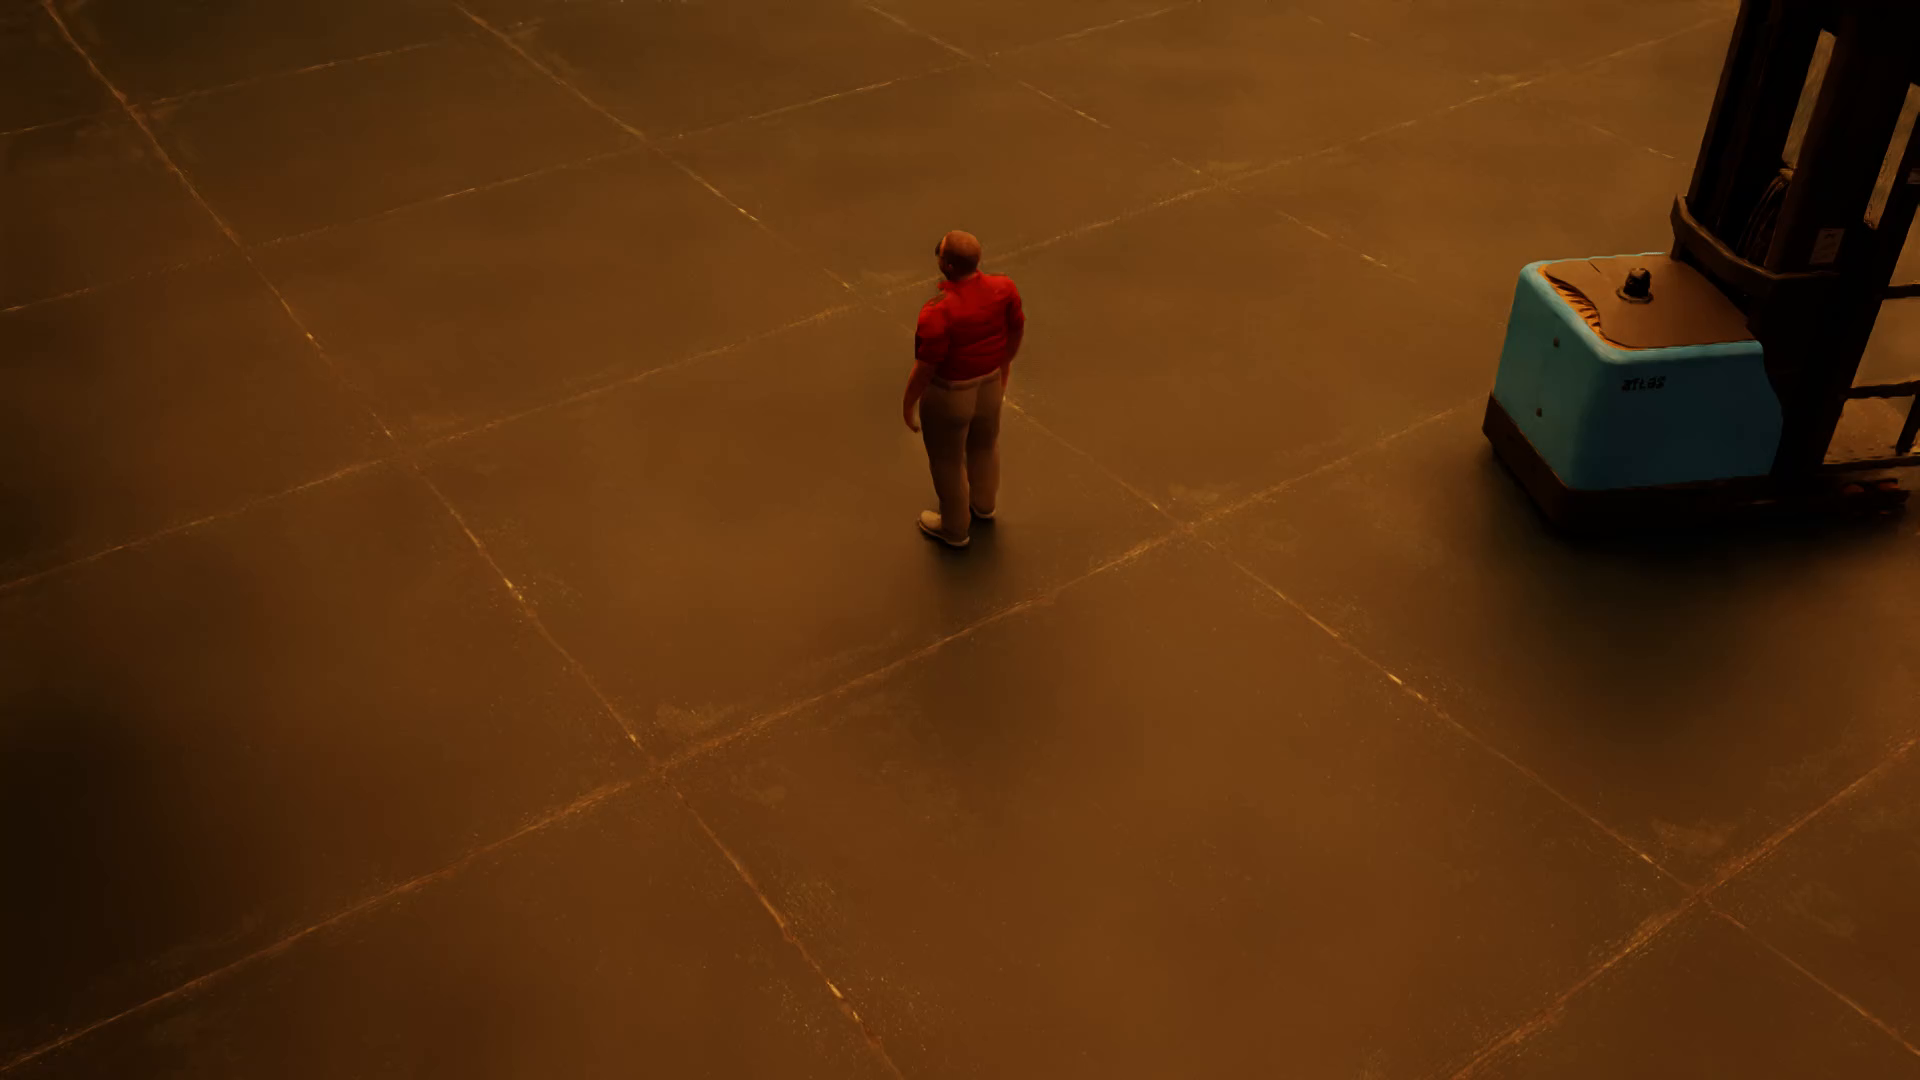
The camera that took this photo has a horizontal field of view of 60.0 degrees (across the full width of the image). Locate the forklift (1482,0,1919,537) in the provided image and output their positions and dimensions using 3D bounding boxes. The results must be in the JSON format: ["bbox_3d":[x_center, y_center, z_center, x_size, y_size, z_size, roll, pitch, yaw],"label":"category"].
[{"bbox_3d":[4.421,-1.601,8.110,3.031,2.935,1.130,-5,37,-7],"label":"forklift"}]

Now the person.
[{"bbox_3d":[-0.042,-0.749,7.956,0.640,1.727,0.550,-23,42,-28],"label":"person"}]
